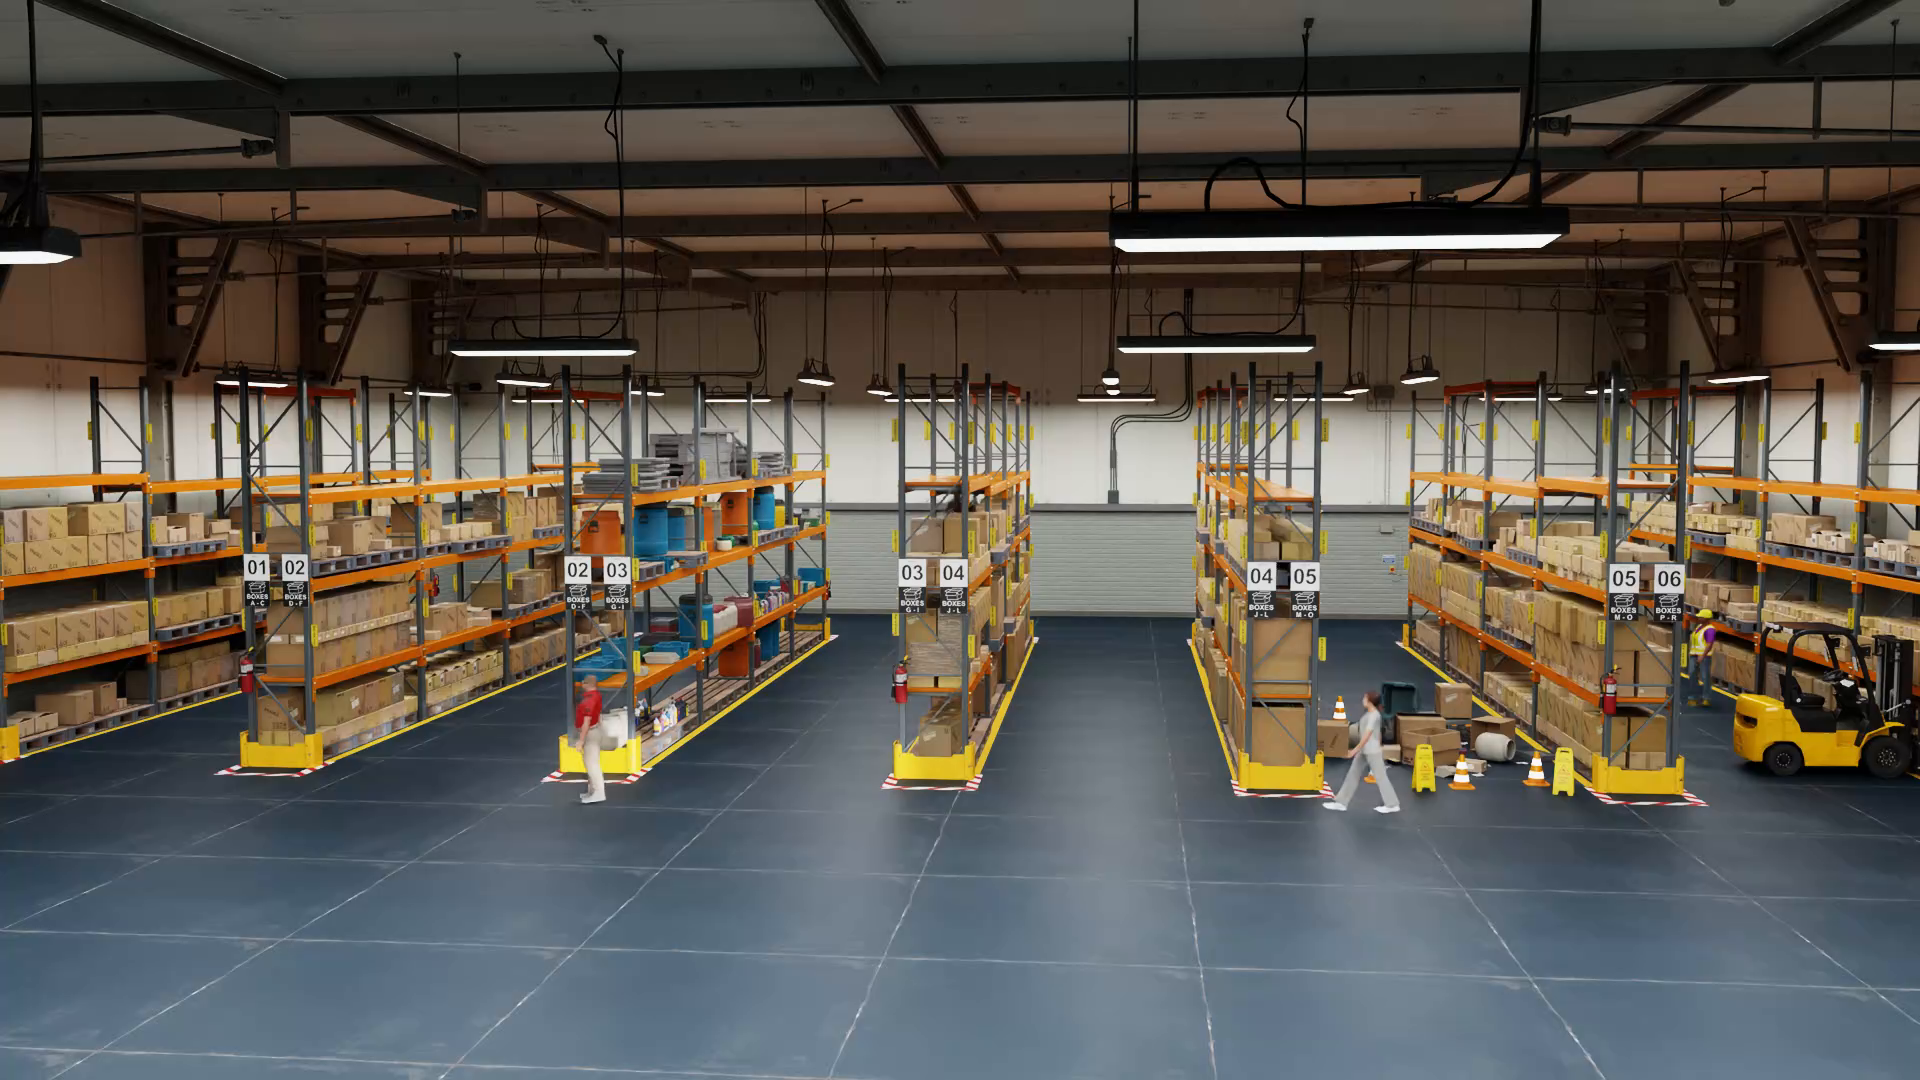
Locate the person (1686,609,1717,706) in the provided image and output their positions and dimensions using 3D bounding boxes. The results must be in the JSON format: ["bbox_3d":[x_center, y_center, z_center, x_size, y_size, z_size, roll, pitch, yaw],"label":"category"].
[{"bbox_3d":[13.598,2.187,30.560,0.604,1.838,0.624,-2,4,-25],"label":"person"}]

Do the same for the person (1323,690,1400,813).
[{"bbox_3d":[5.291,2.771,21.773,0.967,1.616,0.445,0,4,-5],"label":"person"}]

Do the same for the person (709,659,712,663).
[{"bbox_3d":[-5.562,1.840,36.041,0.415,1.673,0.505,0,4,-3],"label":"person"}]

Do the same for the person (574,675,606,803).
[{"bbox_3d":[-5.030,2.690,22.583,0.422,1.730,0.641,0,4,-4],"label":"person"}]
